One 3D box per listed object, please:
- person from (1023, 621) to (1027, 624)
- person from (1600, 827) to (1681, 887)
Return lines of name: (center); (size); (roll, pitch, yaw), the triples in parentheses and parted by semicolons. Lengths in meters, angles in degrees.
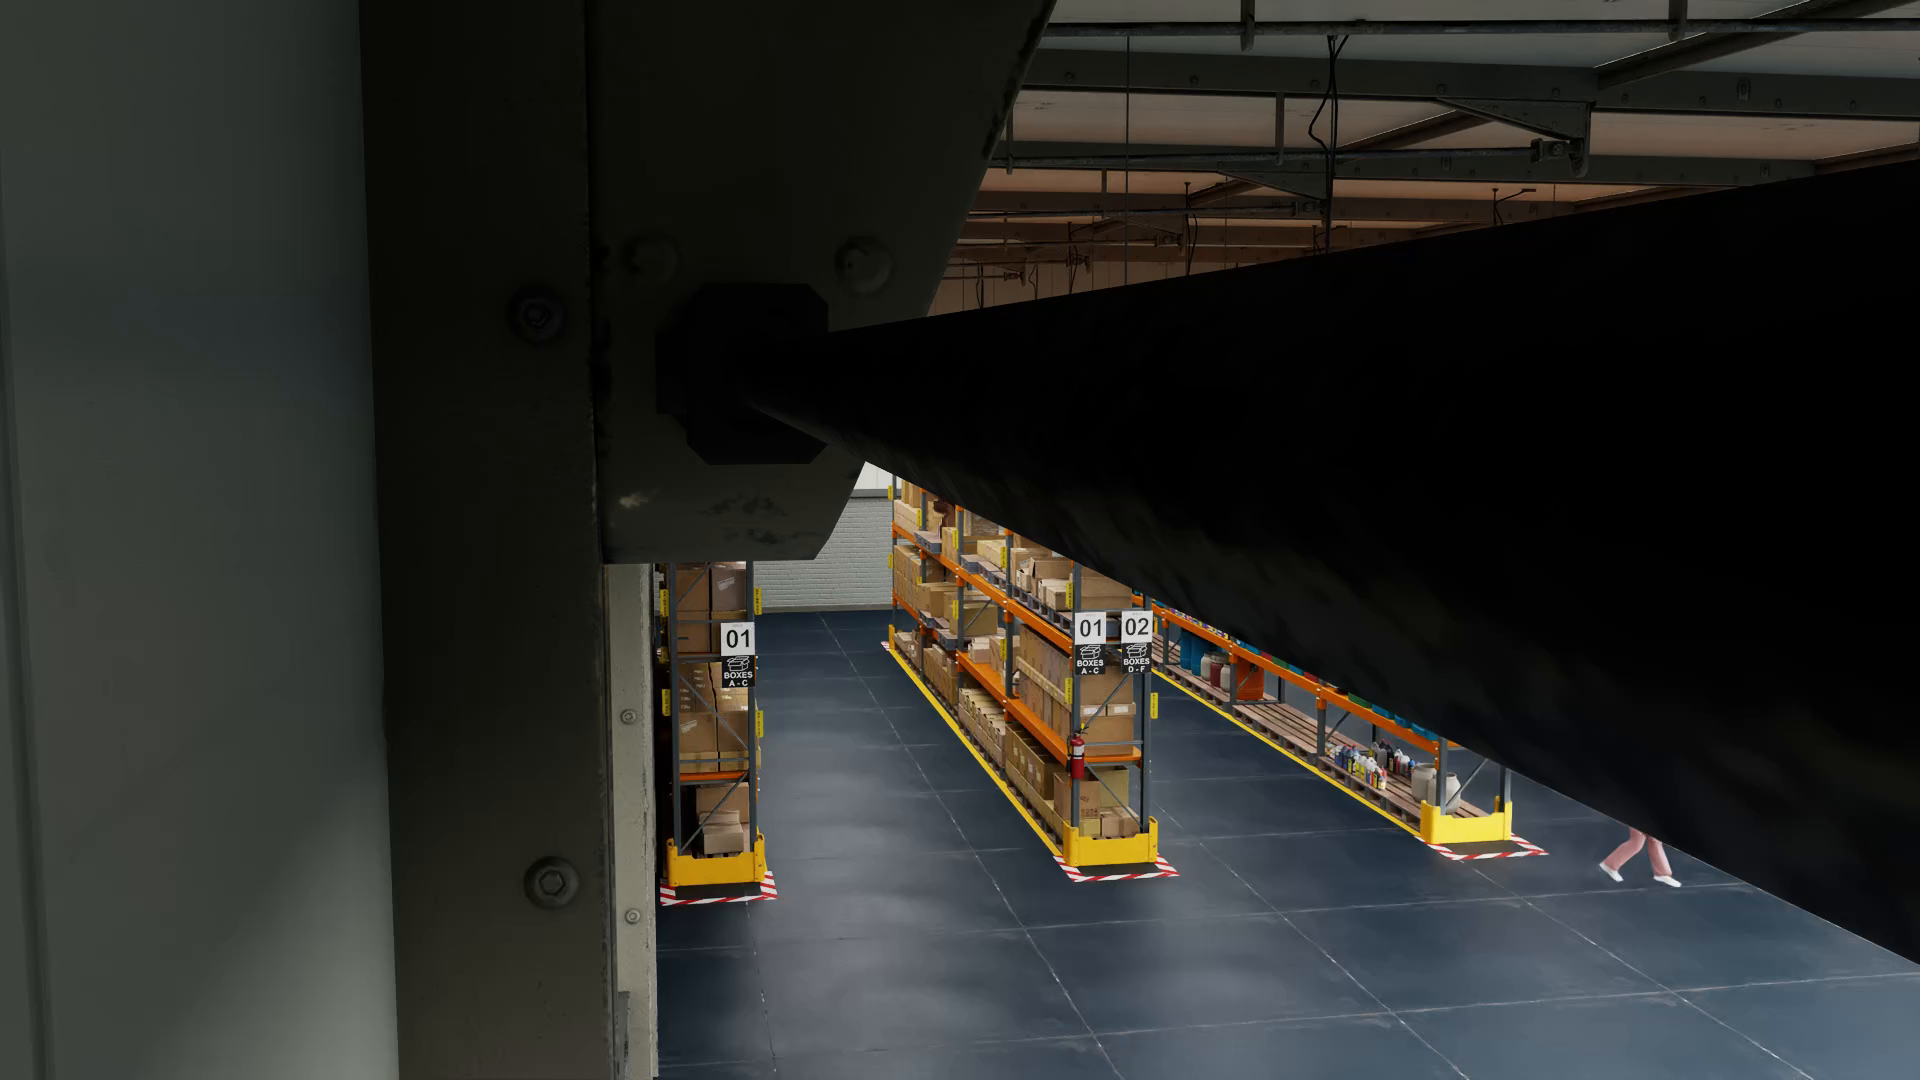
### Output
person: (1.496, 1.794, 34.615); (0.578, 1.447, 0.773); (-2, 7, -21)
person: (8.205, 3.320, 19.978); (0.926, 1.687, 0.589); (2, 6, 18)
